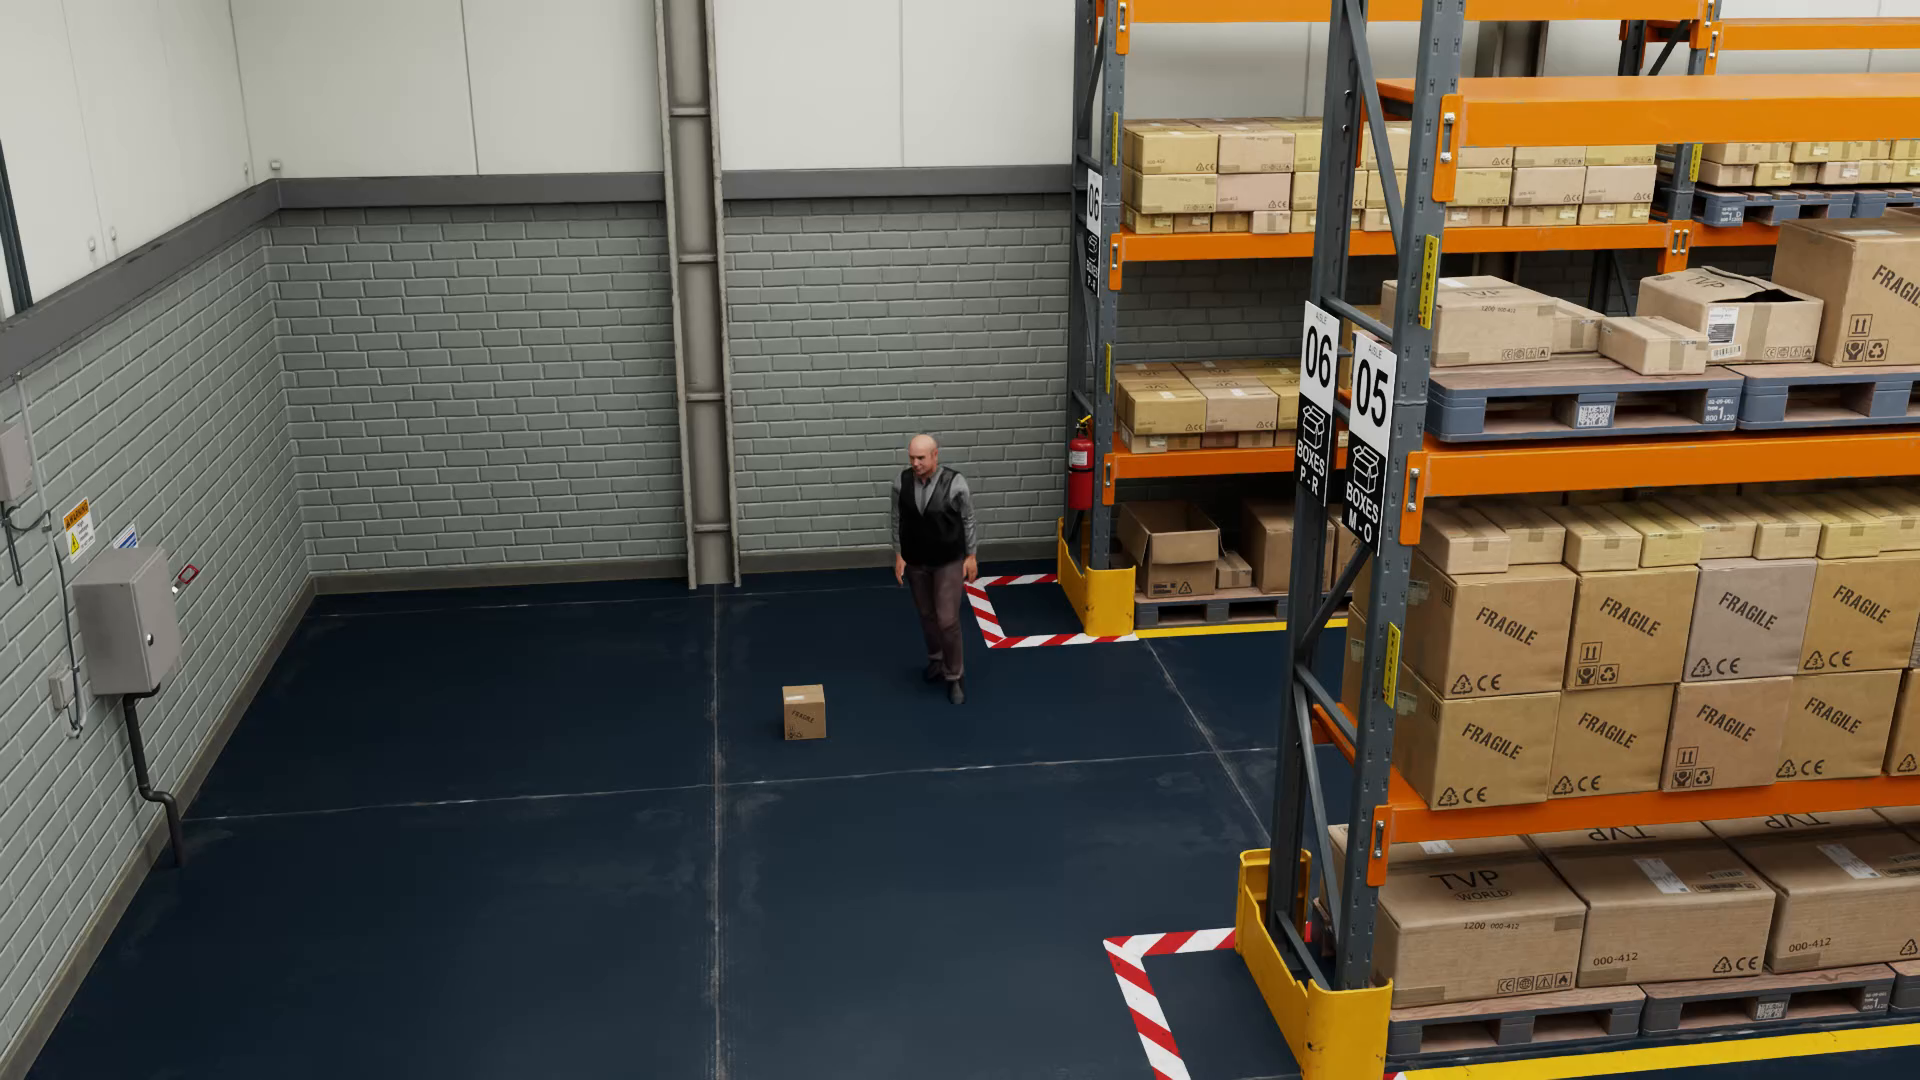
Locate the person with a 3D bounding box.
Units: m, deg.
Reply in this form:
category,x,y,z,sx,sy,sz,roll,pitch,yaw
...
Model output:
category,x,y,z,sx,sy,sz,roll,pitch,yaw
person,-0.154,0.150,10.724,0.576,1.758,0.524,8,21,20
